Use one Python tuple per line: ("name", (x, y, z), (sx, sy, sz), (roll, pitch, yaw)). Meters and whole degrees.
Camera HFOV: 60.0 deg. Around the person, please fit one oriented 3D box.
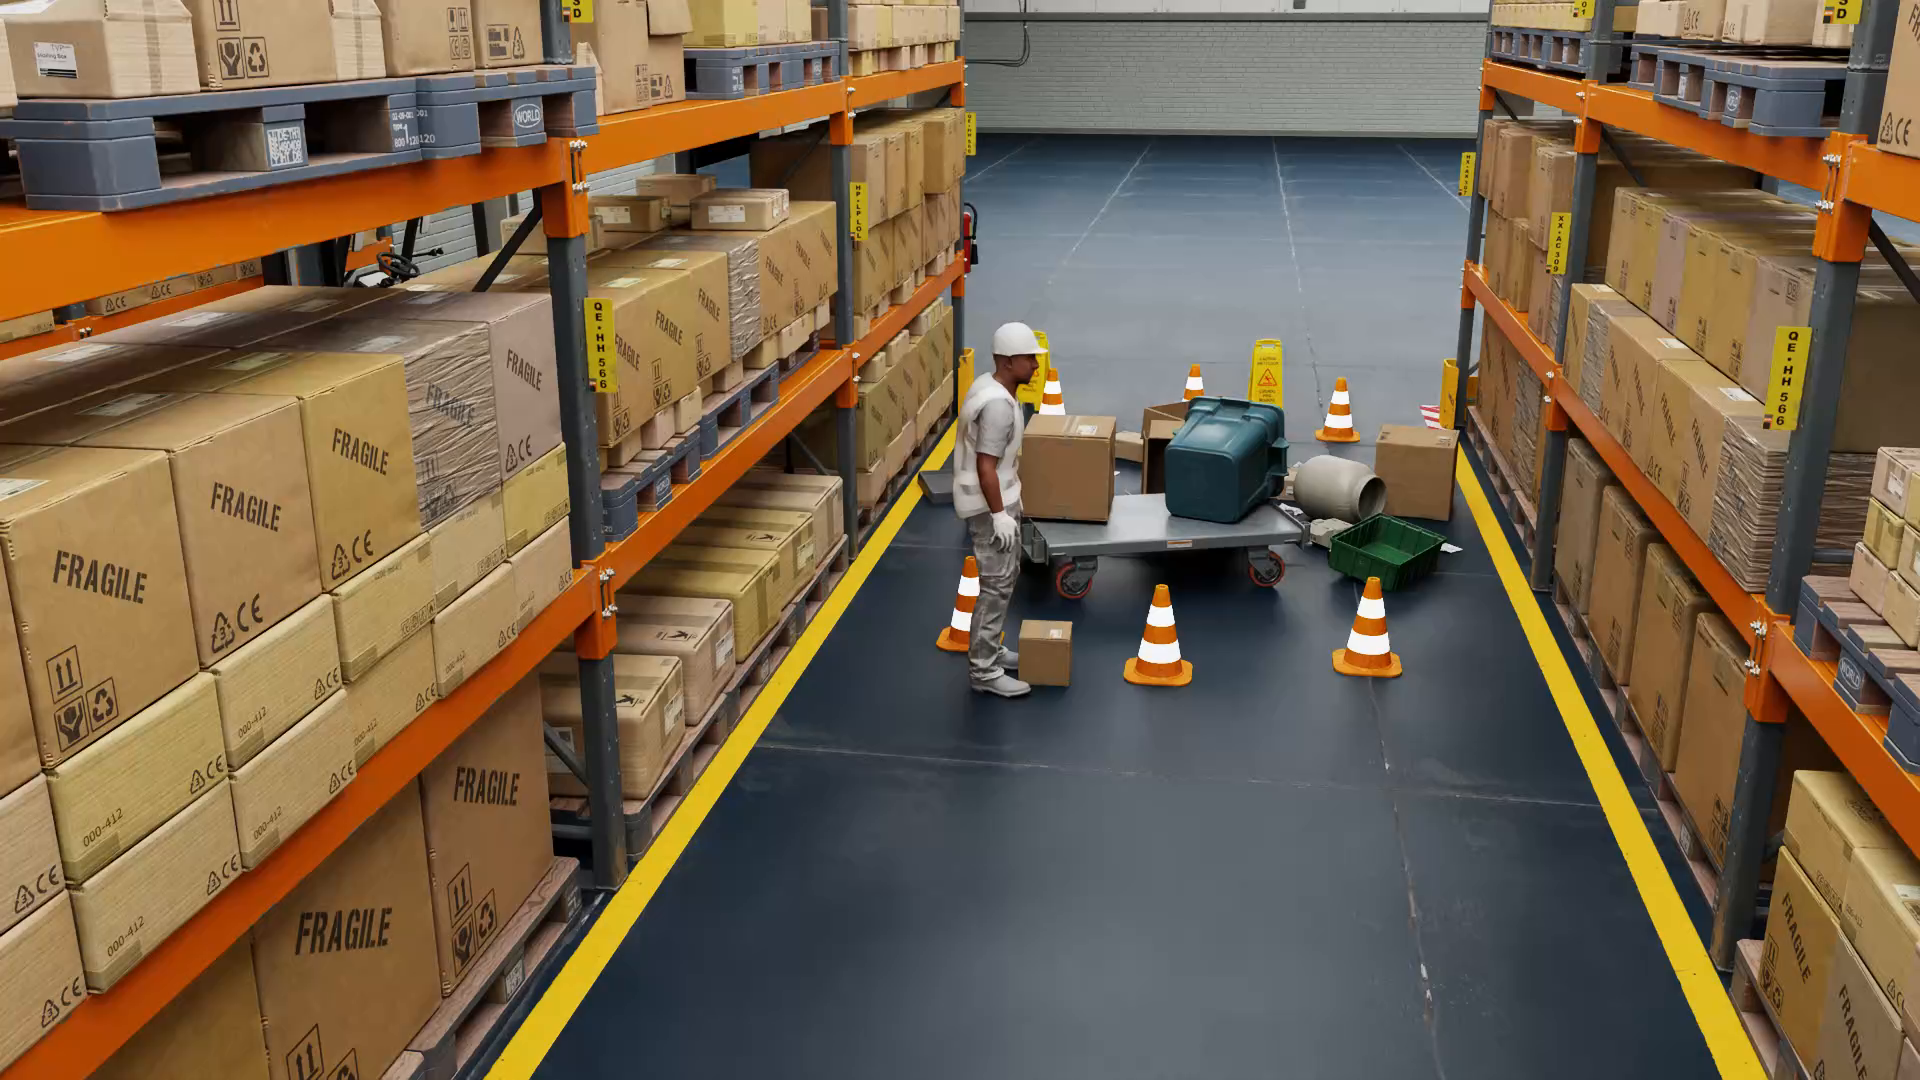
("person", (0.192, -0.165, 8.052), (0.447, 1.774, 0.633), (2, 18, 5))
